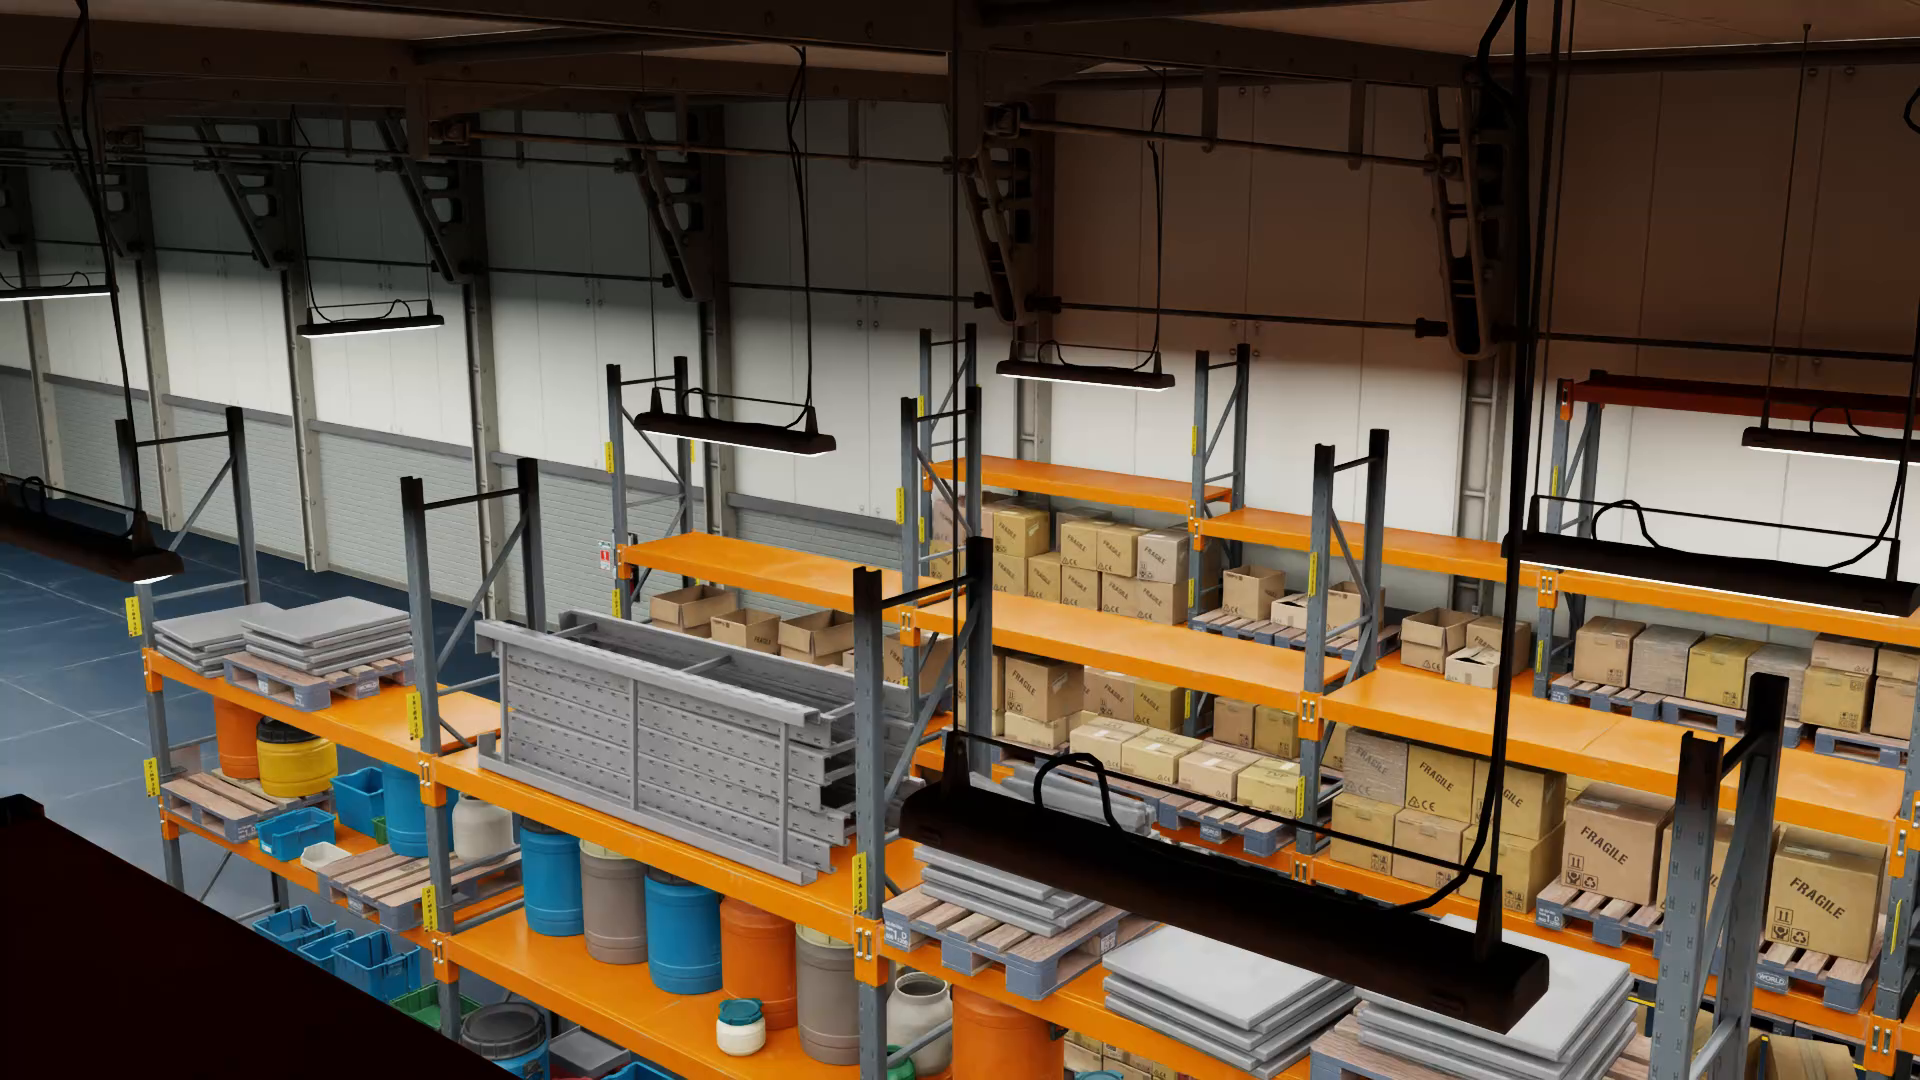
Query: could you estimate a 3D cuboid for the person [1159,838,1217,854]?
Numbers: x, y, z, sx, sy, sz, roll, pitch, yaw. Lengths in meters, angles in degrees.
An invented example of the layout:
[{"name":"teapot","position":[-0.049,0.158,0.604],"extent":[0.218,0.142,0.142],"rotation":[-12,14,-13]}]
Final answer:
[{"name":"person","position":[2.494,3.244,17.879],"extent":[1.093,1.739,0.555],"rotation":[6,14,24]}]
